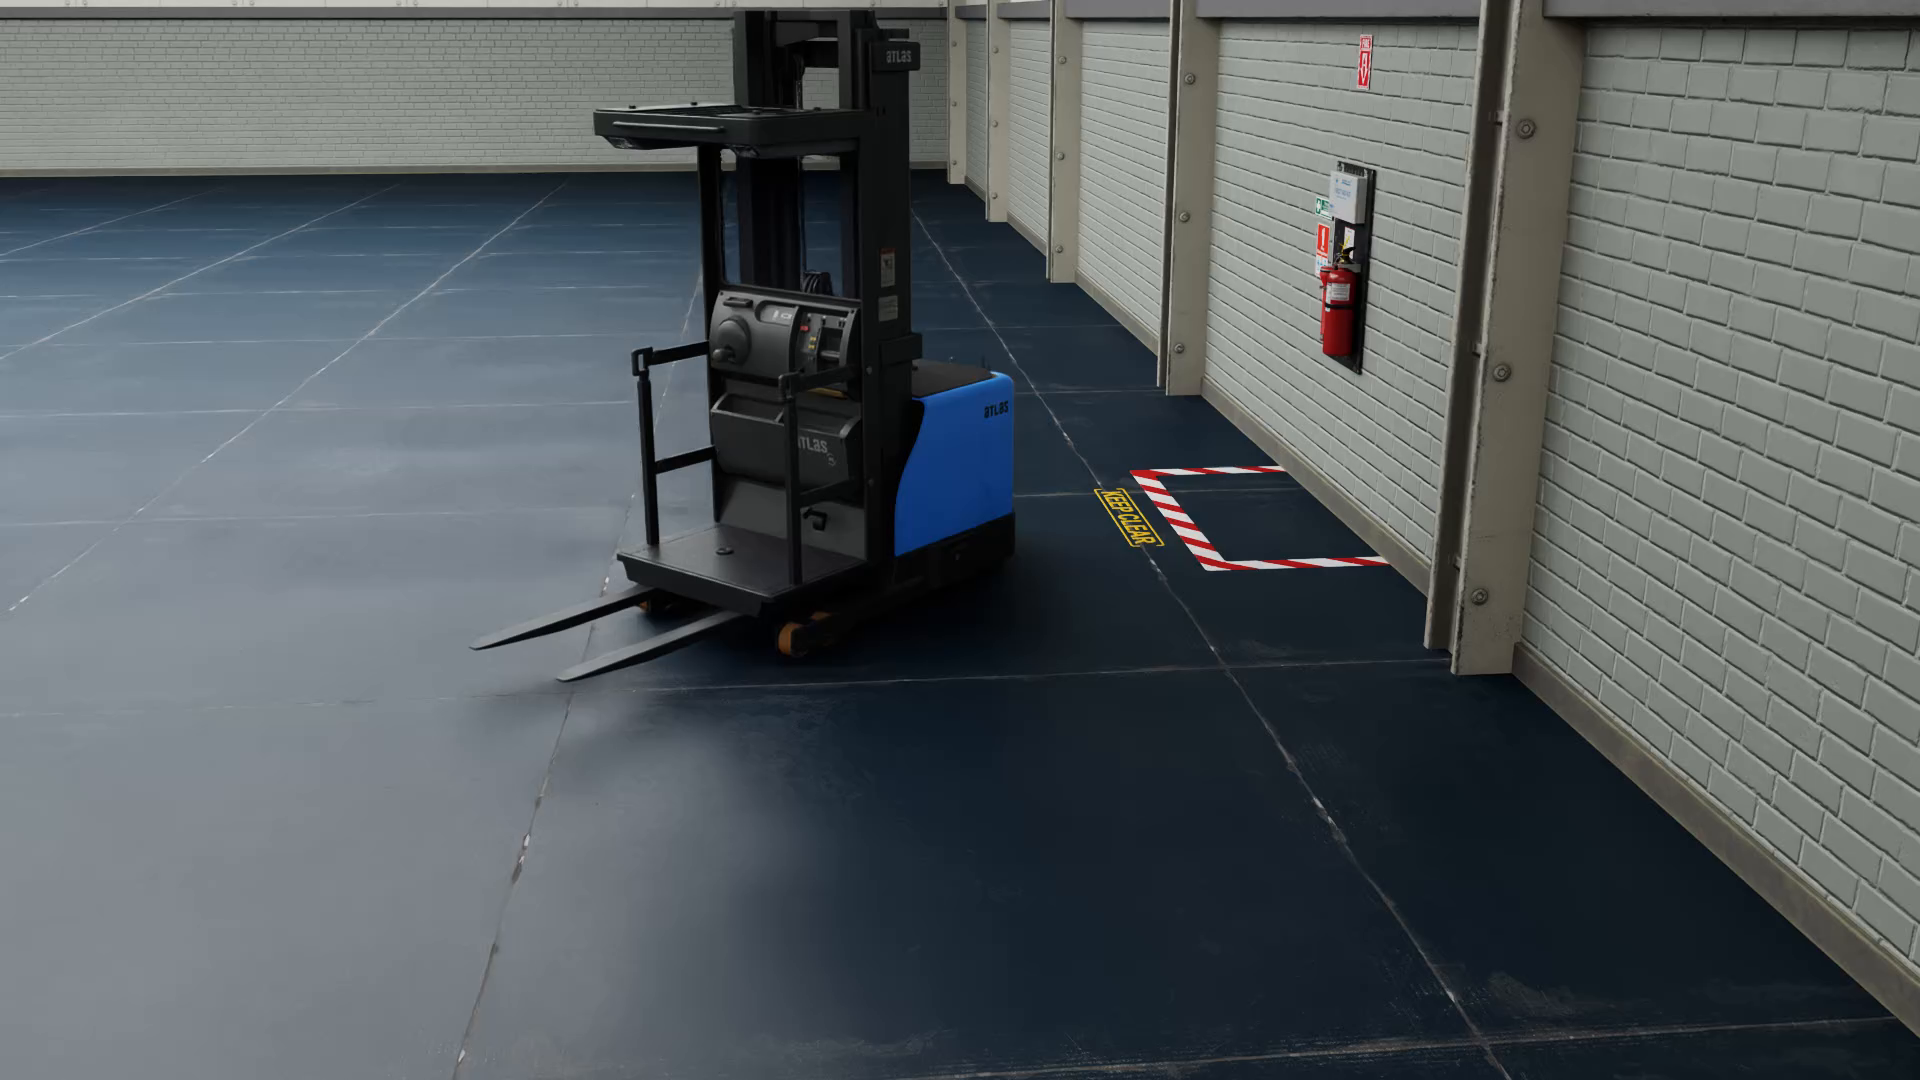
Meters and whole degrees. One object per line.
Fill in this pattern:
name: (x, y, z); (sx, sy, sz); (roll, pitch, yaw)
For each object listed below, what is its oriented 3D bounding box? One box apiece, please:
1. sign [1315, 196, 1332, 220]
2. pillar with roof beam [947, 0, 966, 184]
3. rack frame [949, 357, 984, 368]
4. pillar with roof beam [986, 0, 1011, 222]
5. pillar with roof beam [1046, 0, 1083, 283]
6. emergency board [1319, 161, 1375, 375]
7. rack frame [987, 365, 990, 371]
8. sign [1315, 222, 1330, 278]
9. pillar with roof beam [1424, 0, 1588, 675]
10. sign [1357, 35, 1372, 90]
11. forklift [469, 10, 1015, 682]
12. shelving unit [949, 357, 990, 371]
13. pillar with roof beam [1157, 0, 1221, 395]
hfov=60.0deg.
sign: (2.241, -2.044, 10.236); (0.001, 0.109, 0.331); (-2, 18, -6)
pillar with roof beam: (-4.337, -10.750, 28.896); (9.100, 9.000, 0.400); (-2, 18, -6)
rack frame: (0.040, -0.542, 9.650); (0.200, 1.050, 0.008); (-2, 18, -7)
pillar with roof beam: (-3.718, -8.963, 23.202); (9.100, 9.000, 0.400); (-2, 18, -6)
pillar with roof beam: (-3.099, -7.175, 17.508); (9.100, 9.000, 0.400); (-2, 18, -6)
emergency board: (2.203, -1.608, 9.791); (0.194, 1.169, 0.643); (-2, 18, -6)
rack frame: (0.070, -0.469, 9.419); (0.200, 1.050, 0.008); (-2, 18, -7)
sign: (2.249, -1.793, 10.320); (0.001, 0.329, 0.234); (-2, 18, -6)
pillar with roof beam: (-1.862, -3.600, 6.120); (9.100, 9.000, 0.400); (-2, 18, -6)
sign: (2.302, -2.719, 9.461); (0.001, 0.298, 0.199); (-2, 18, -6)
forklift: (-1.000, -1.006, 7.989); (1.130, 2.935, 3.031); (13, 22, 36)
shelving unit: (0.055, -0.505, 9.534); (0.215, 1.050, 0.252); (-2, 18, -7)
pillar with roof beam: (-2.481, -5.387, 11.814); (9.100, 9.000, 0.400); (-2, 18, -6)
